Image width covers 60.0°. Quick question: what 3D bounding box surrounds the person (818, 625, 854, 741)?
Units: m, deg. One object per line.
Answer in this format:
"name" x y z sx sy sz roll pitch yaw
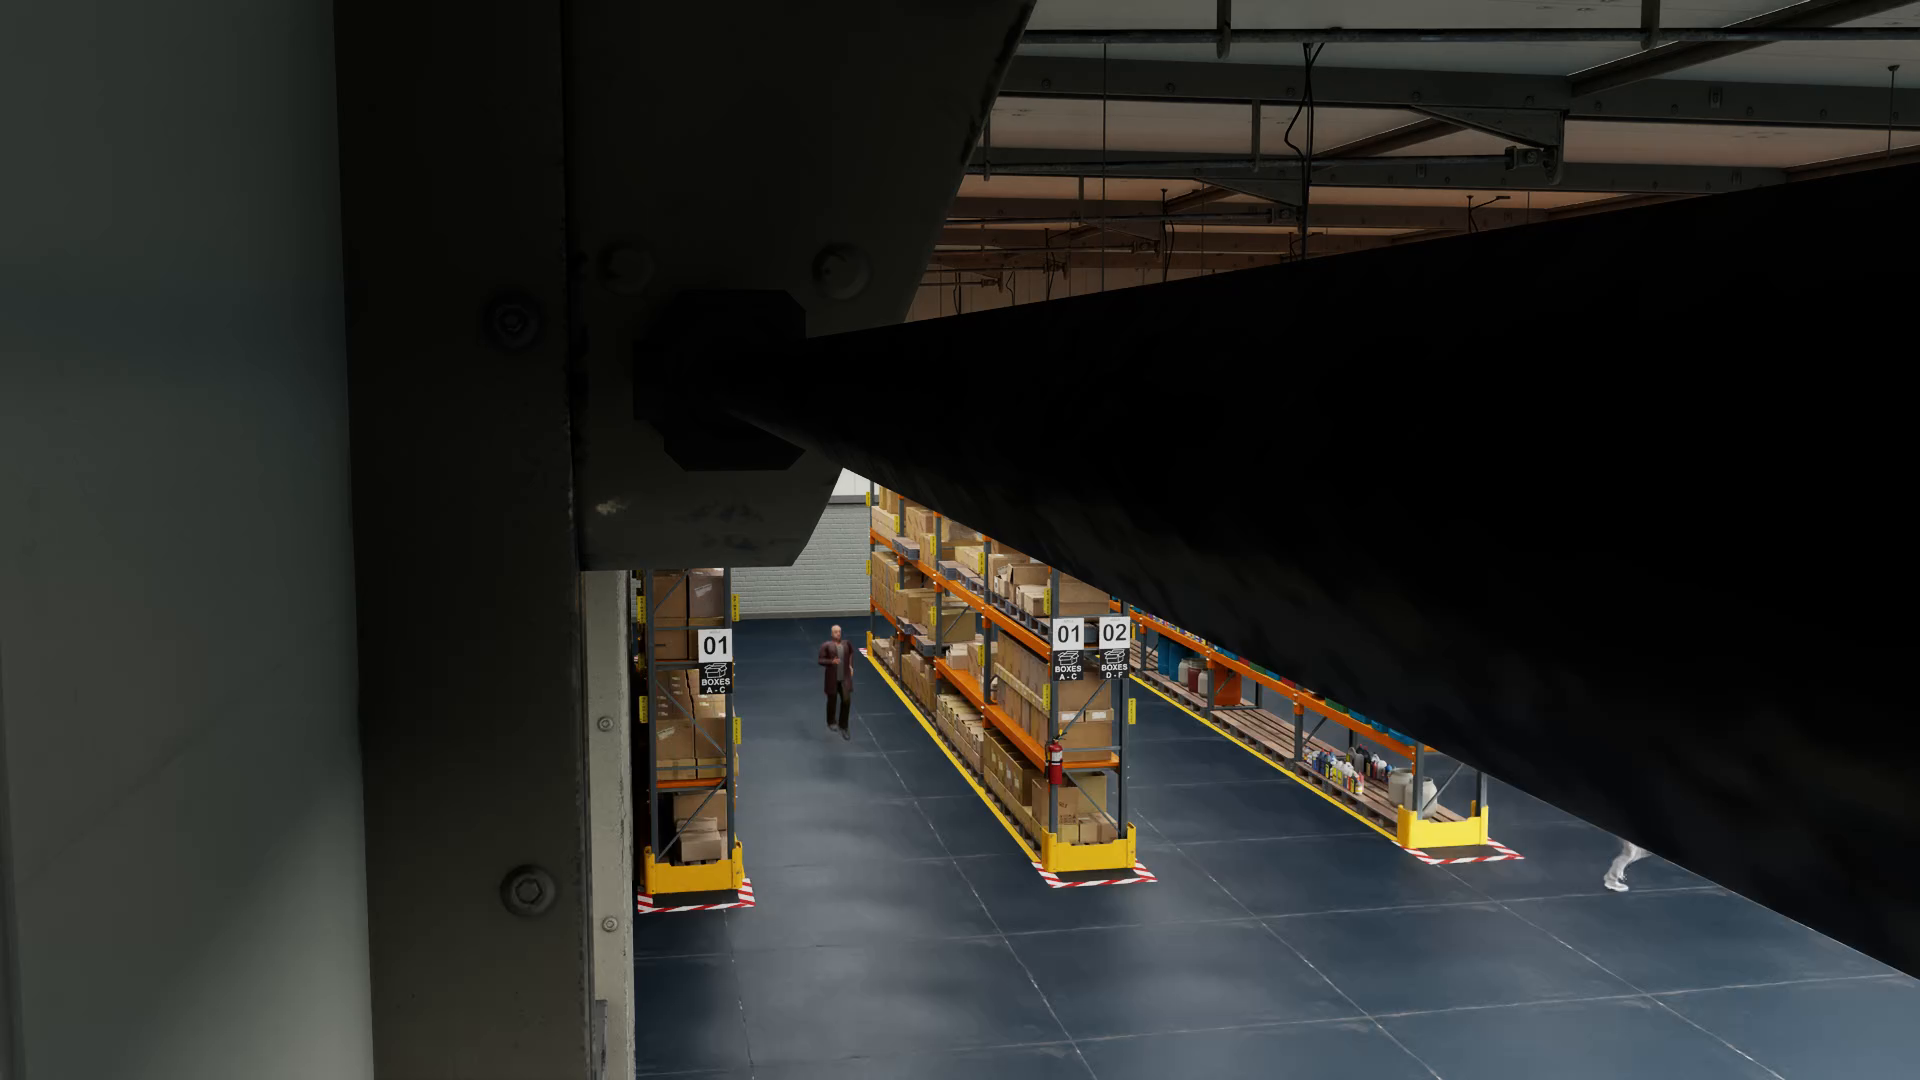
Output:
"person" -2.002 2.344 27.367 0.685 1.884 0.764 -2 6 -20

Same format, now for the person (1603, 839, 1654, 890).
"person" 8.150 3.468 20.046 0.679 1.543 0.569 3 7 27
